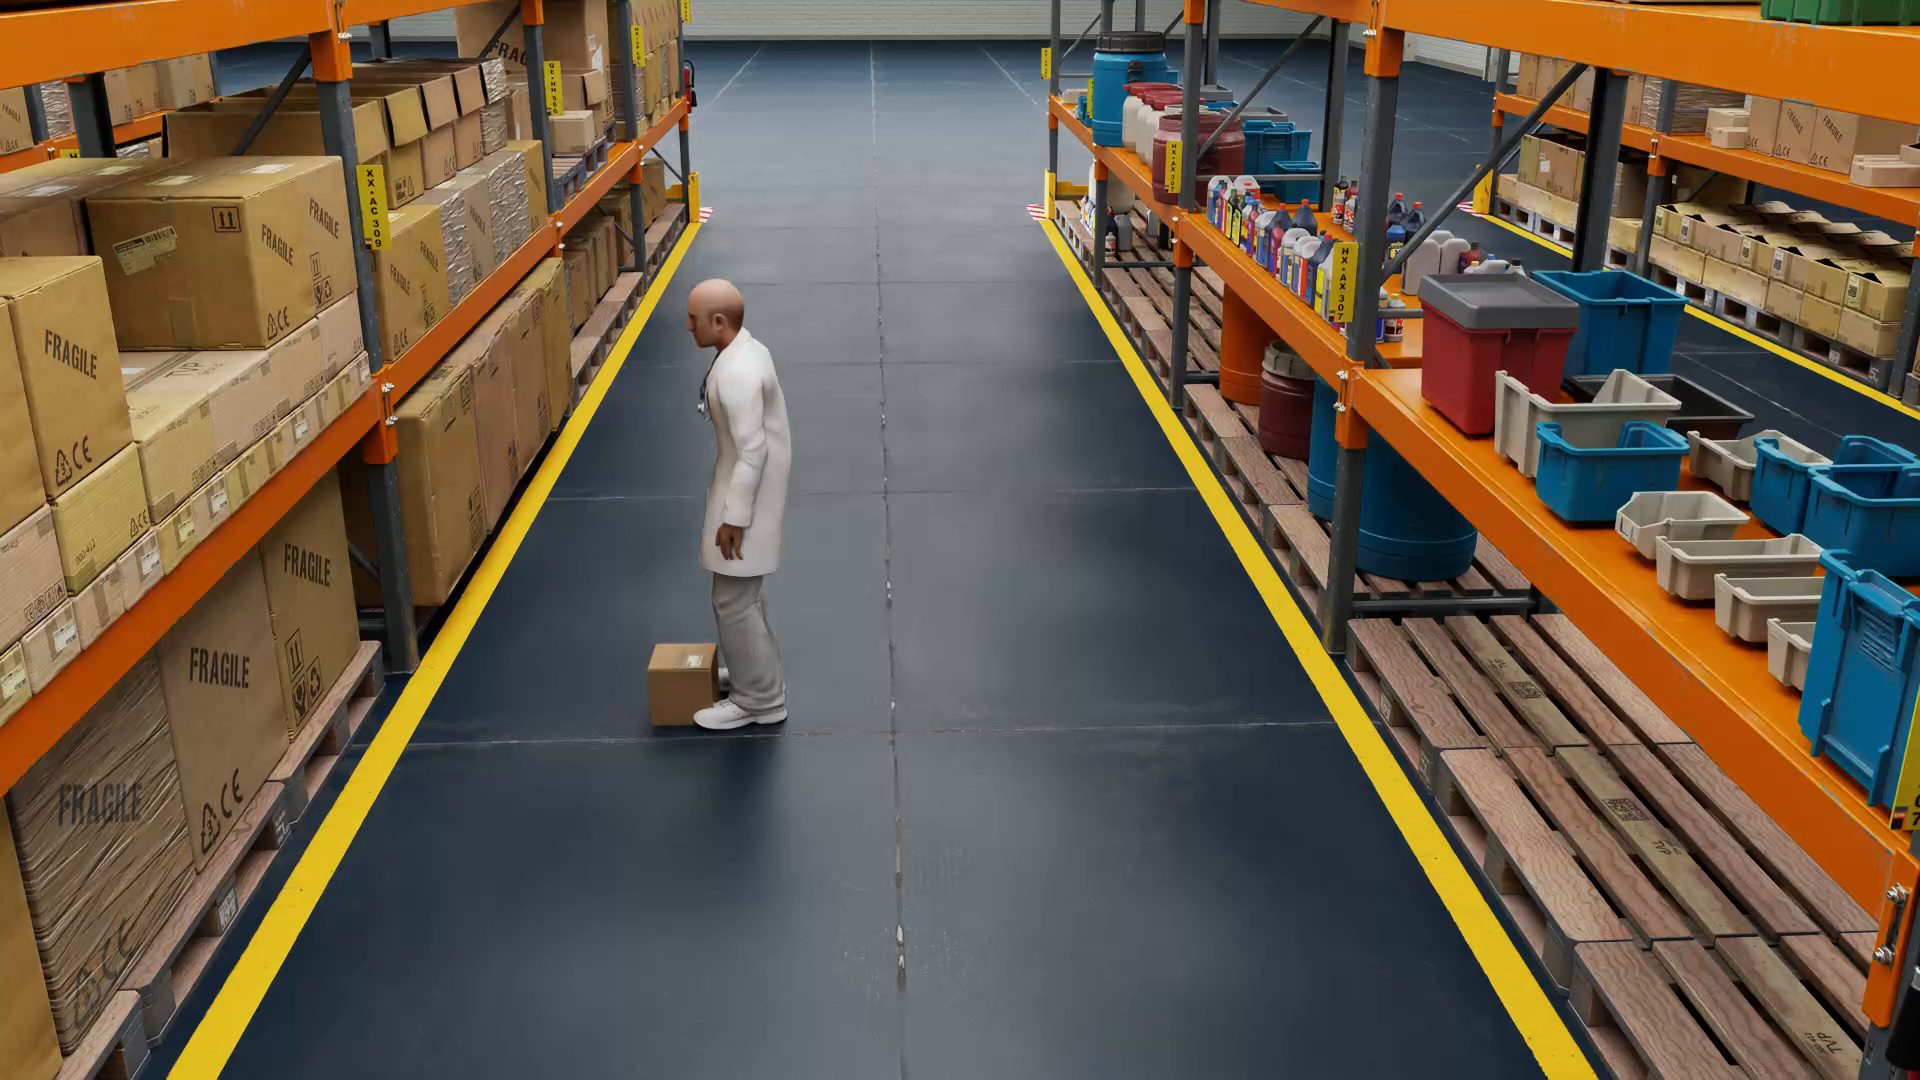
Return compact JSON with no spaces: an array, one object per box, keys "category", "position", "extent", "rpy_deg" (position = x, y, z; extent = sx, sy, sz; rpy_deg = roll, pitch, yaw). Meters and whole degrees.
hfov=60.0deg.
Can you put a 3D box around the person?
[{"category":"person","position":[-0.863,-0.140,6.482],"extent":[0.427,1.773,0.633],"rpy_deg":[-2,20,-5]}]
